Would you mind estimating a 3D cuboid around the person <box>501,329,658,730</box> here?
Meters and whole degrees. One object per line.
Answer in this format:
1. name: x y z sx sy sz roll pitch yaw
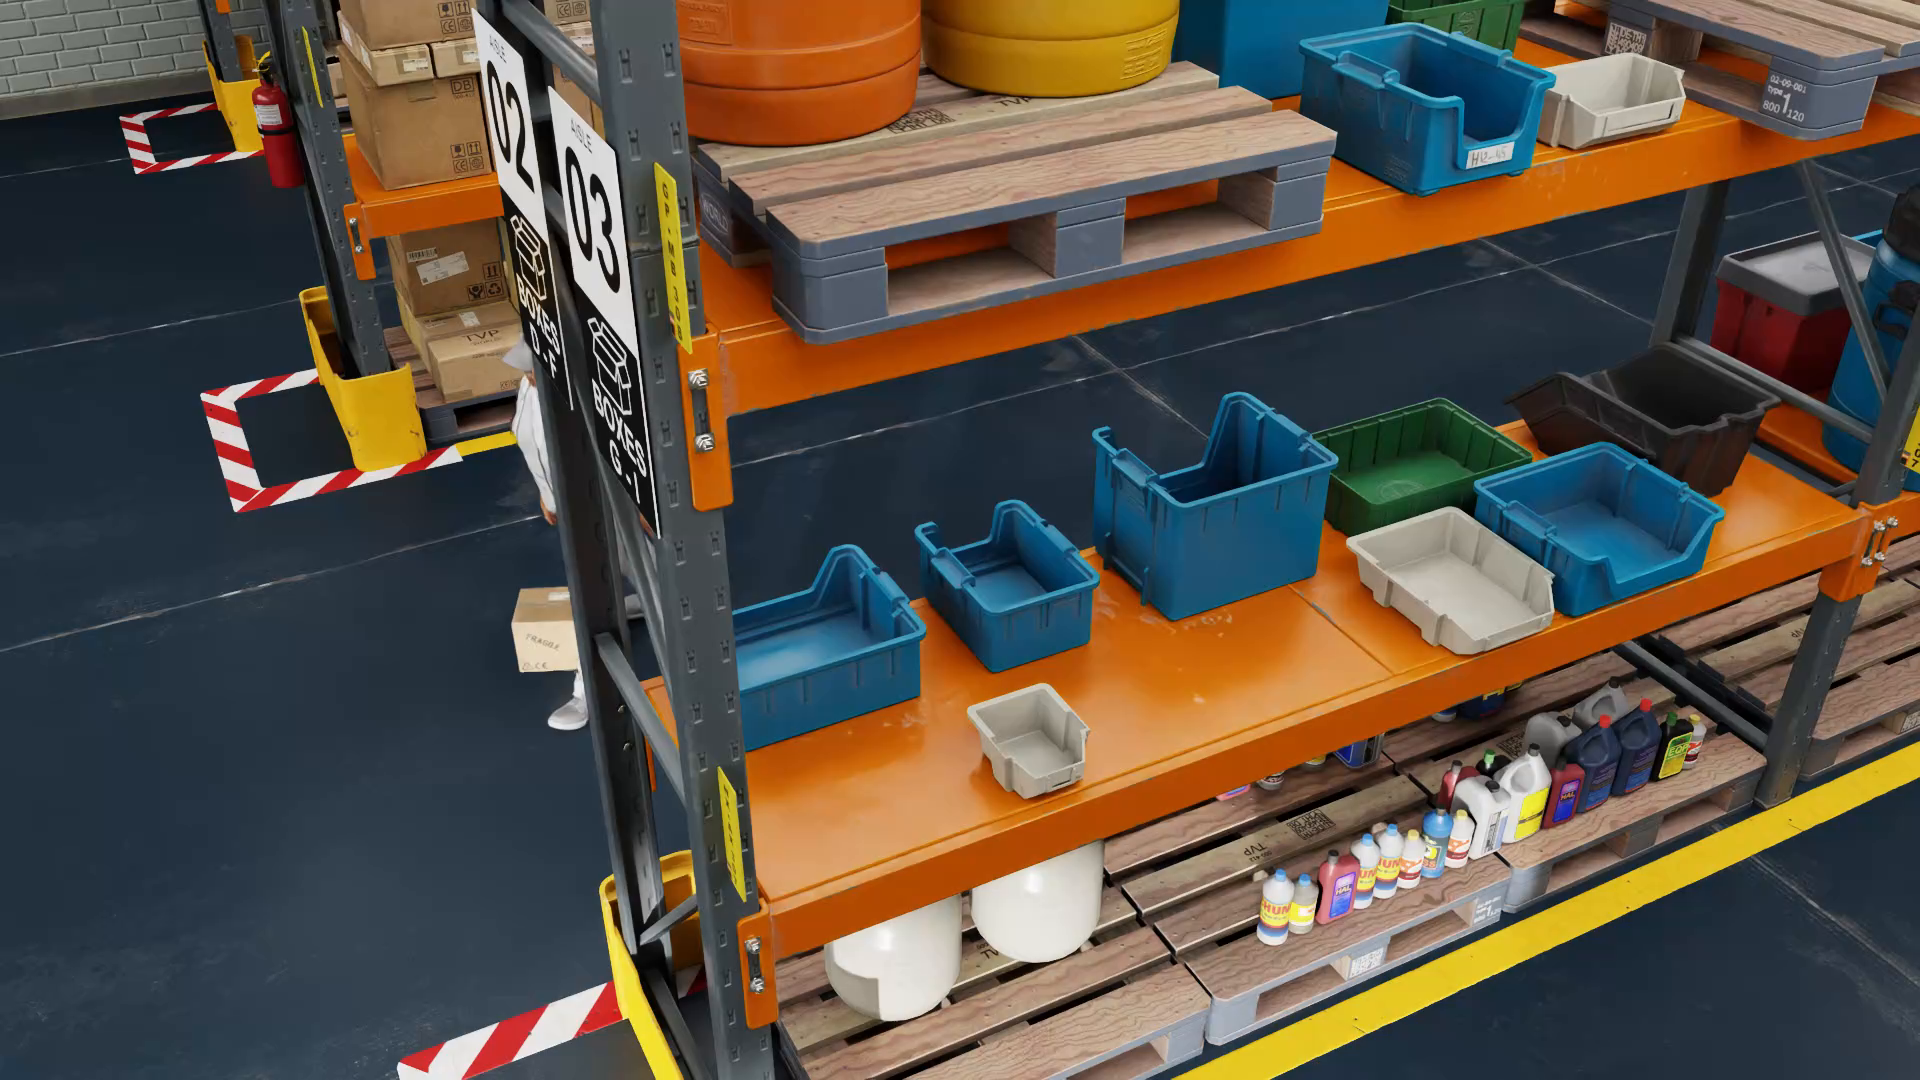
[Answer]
1. person: -1.434 -0.160 6.419 0.516 1.612 0.939 24 40 32
